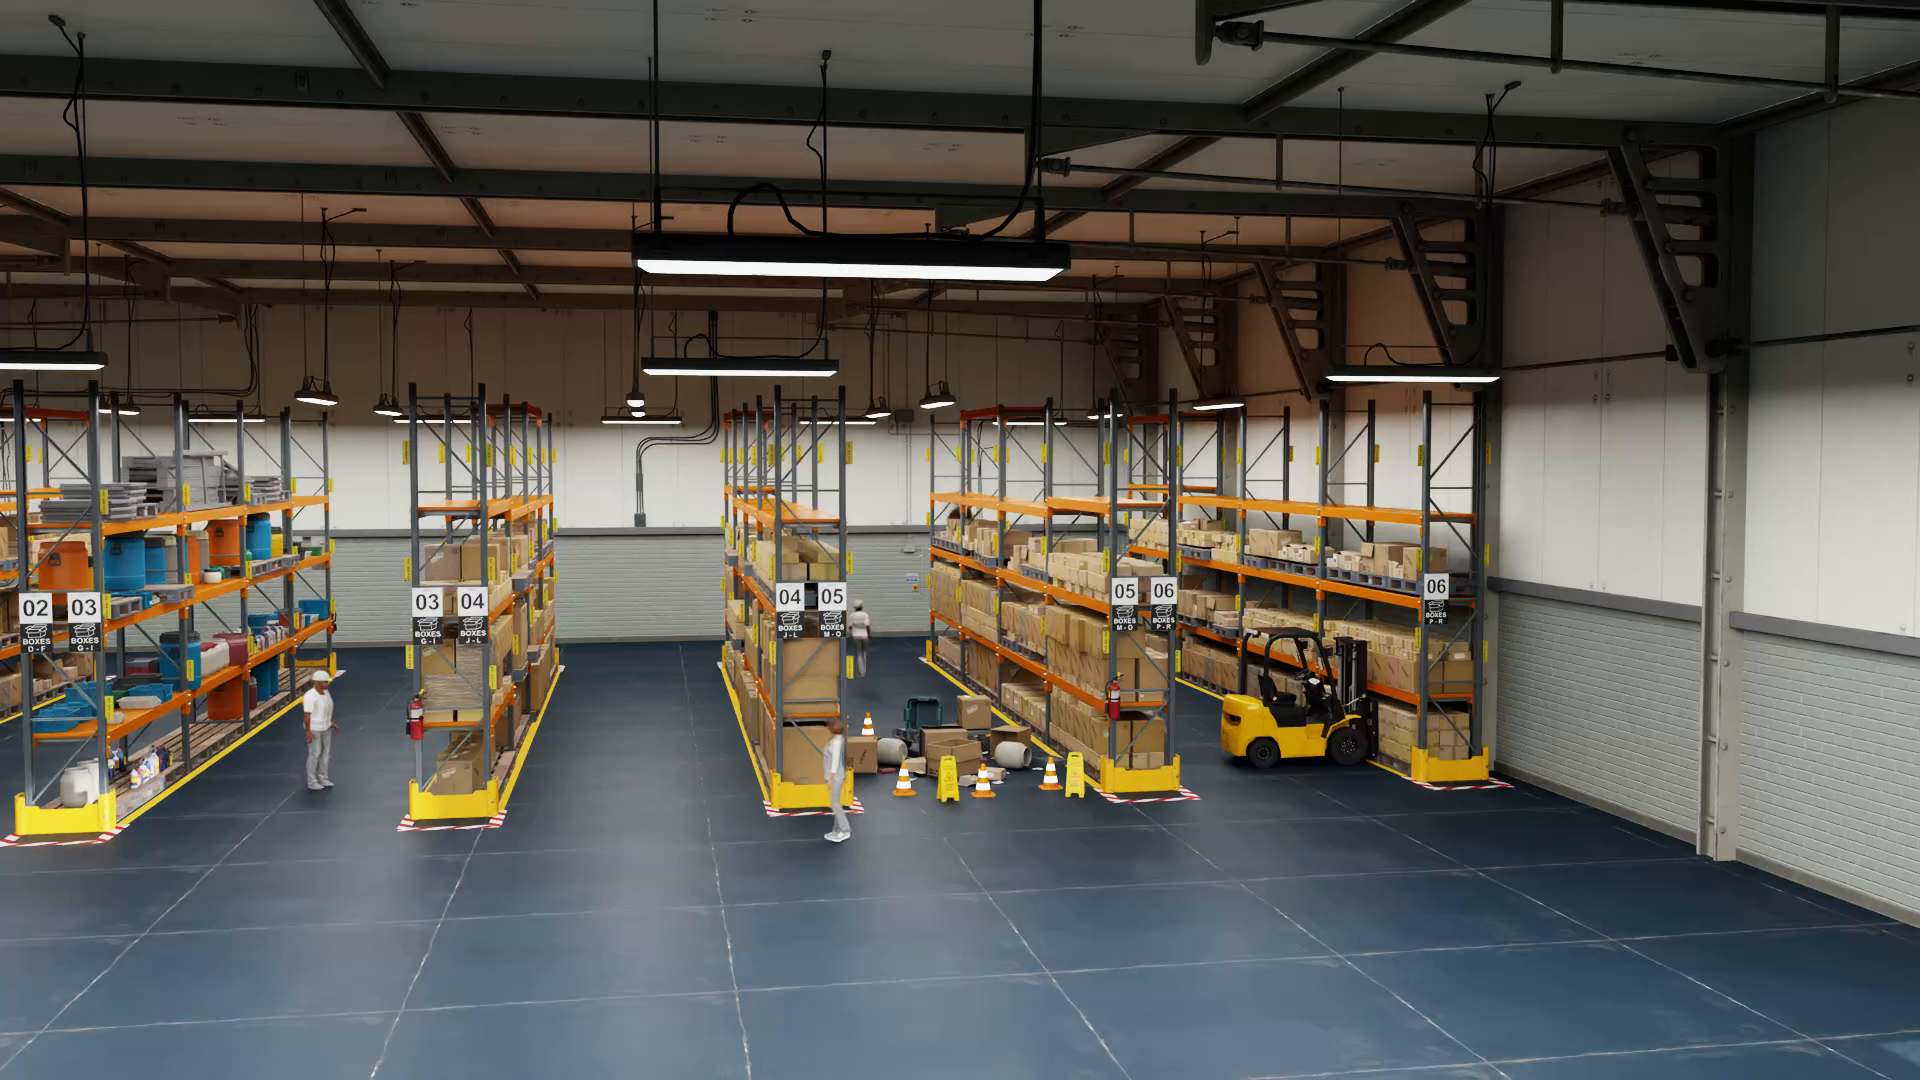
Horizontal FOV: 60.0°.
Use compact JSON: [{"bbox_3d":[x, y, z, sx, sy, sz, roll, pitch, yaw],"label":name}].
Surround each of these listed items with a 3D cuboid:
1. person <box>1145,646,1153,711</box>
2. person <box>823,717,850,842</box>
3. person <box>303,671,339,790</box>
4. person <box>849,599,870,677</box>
[{"bbox_3d":[3.278,2.558,30.327,0.607,1.764,0.580,0,3,-8],"label":"person"},{"bbox_3d":[-1.609,3.106,21.625,0.354,1.612,0.488,0,3,-5],"label":"person"},{"bbox_3d":[-9.634,2.851,25.026,0.417,1.786,0.602,1,3,12],"label":"person"},{"bbox_3d":[-2.178,2.122,35.827,0.431,1.710,0.739,-1,3,-19],"label":"person"}]
